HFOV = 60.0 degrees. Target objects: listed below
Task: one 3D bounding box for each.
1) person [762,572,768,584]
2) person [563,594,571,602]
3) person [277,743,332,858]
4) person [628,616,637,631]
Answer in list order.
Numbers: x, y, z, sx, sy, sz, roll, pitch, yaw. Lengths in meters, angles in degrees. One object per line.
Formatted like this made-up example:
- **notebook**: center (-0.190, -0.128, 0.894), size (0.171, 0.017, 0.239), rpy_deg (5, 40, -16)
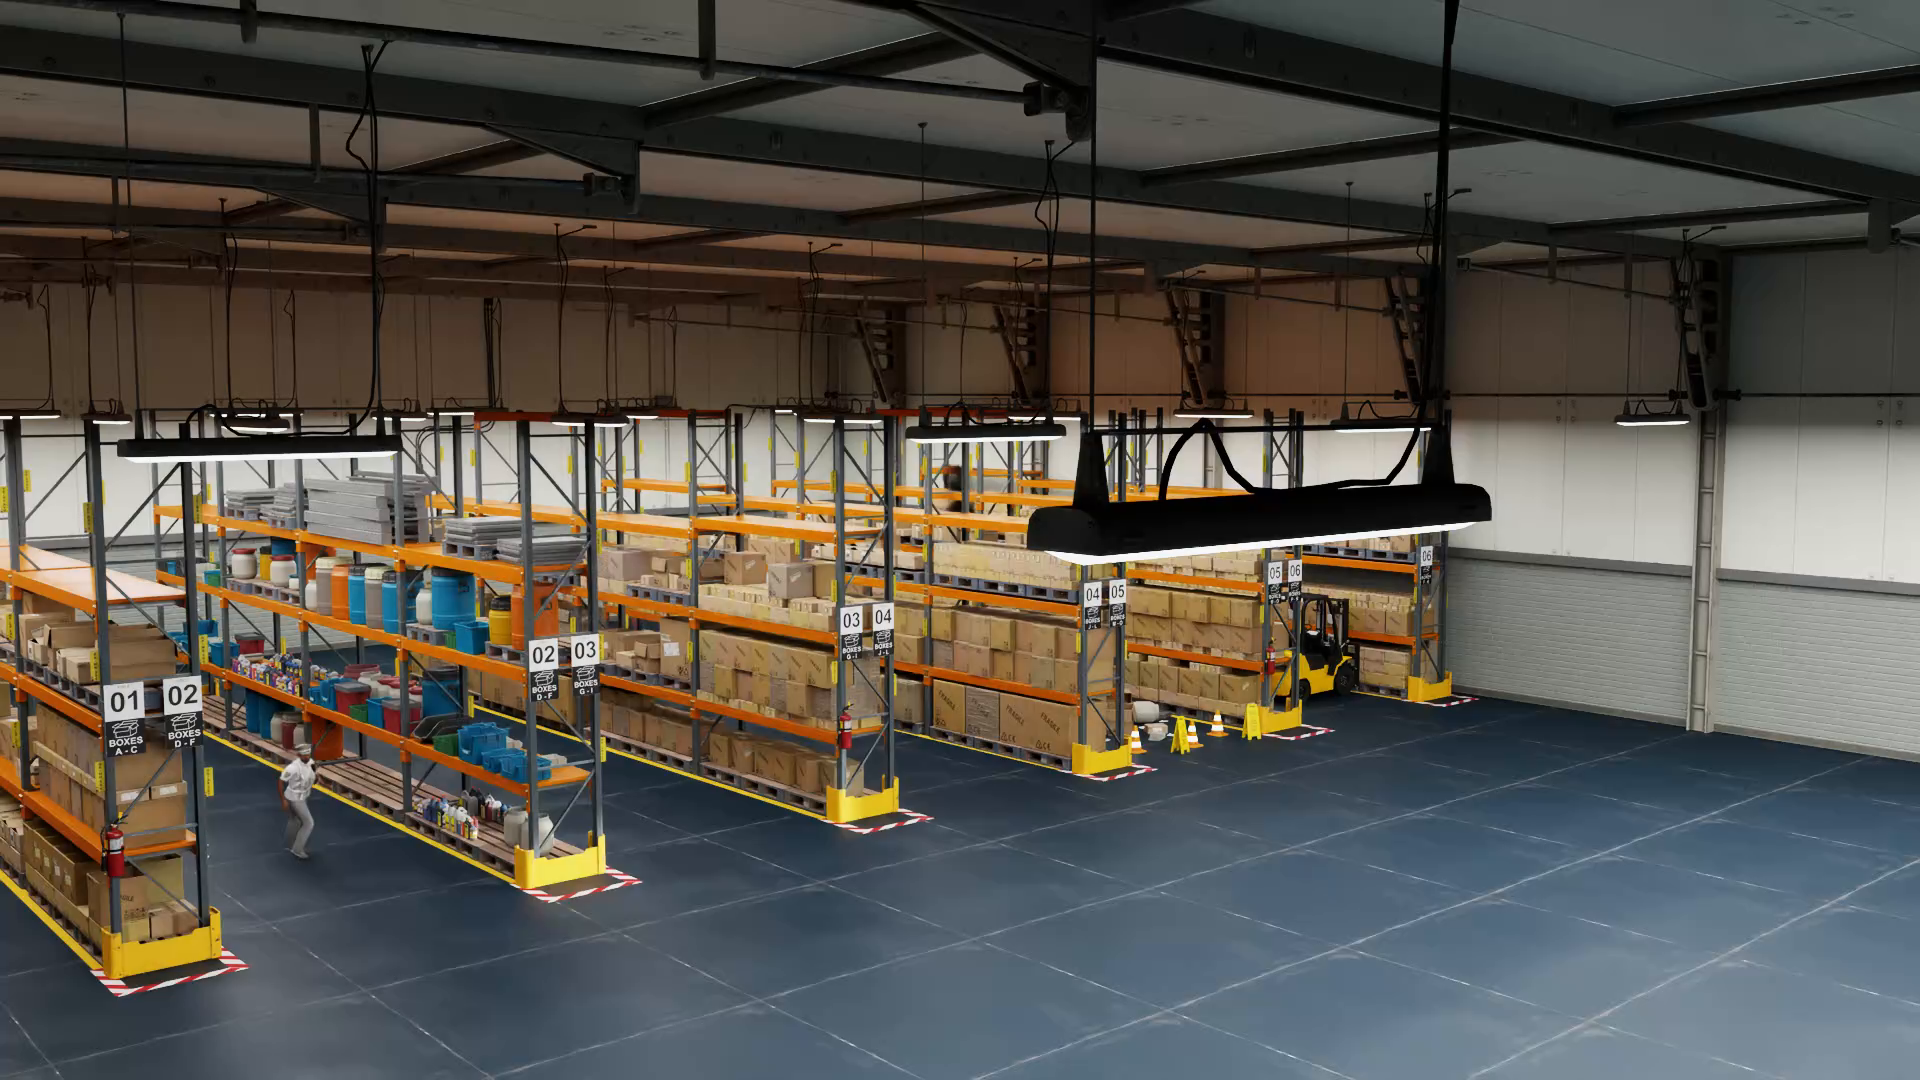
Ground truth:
- **person**: center (-5.374, 1.464, 45.286), size (0.648, 1.783, 0.695), rpy_deg (3, 6, 33)
- **person**: center (-9.341, 2.106, 39.259), size (0.611, 1.677, 0.670), rpy_deg (-3, 6, -29)
- **person**: center (-9.009, 3.569, 22.829), size (0.807, 1.640, 0.604), rpy_deg (0, 5, 3)
- **person**: center (-8.368, 1.803, 42.317), size (0.530, 1.651, 0.741), rpy_deg (2, 6, 26)
